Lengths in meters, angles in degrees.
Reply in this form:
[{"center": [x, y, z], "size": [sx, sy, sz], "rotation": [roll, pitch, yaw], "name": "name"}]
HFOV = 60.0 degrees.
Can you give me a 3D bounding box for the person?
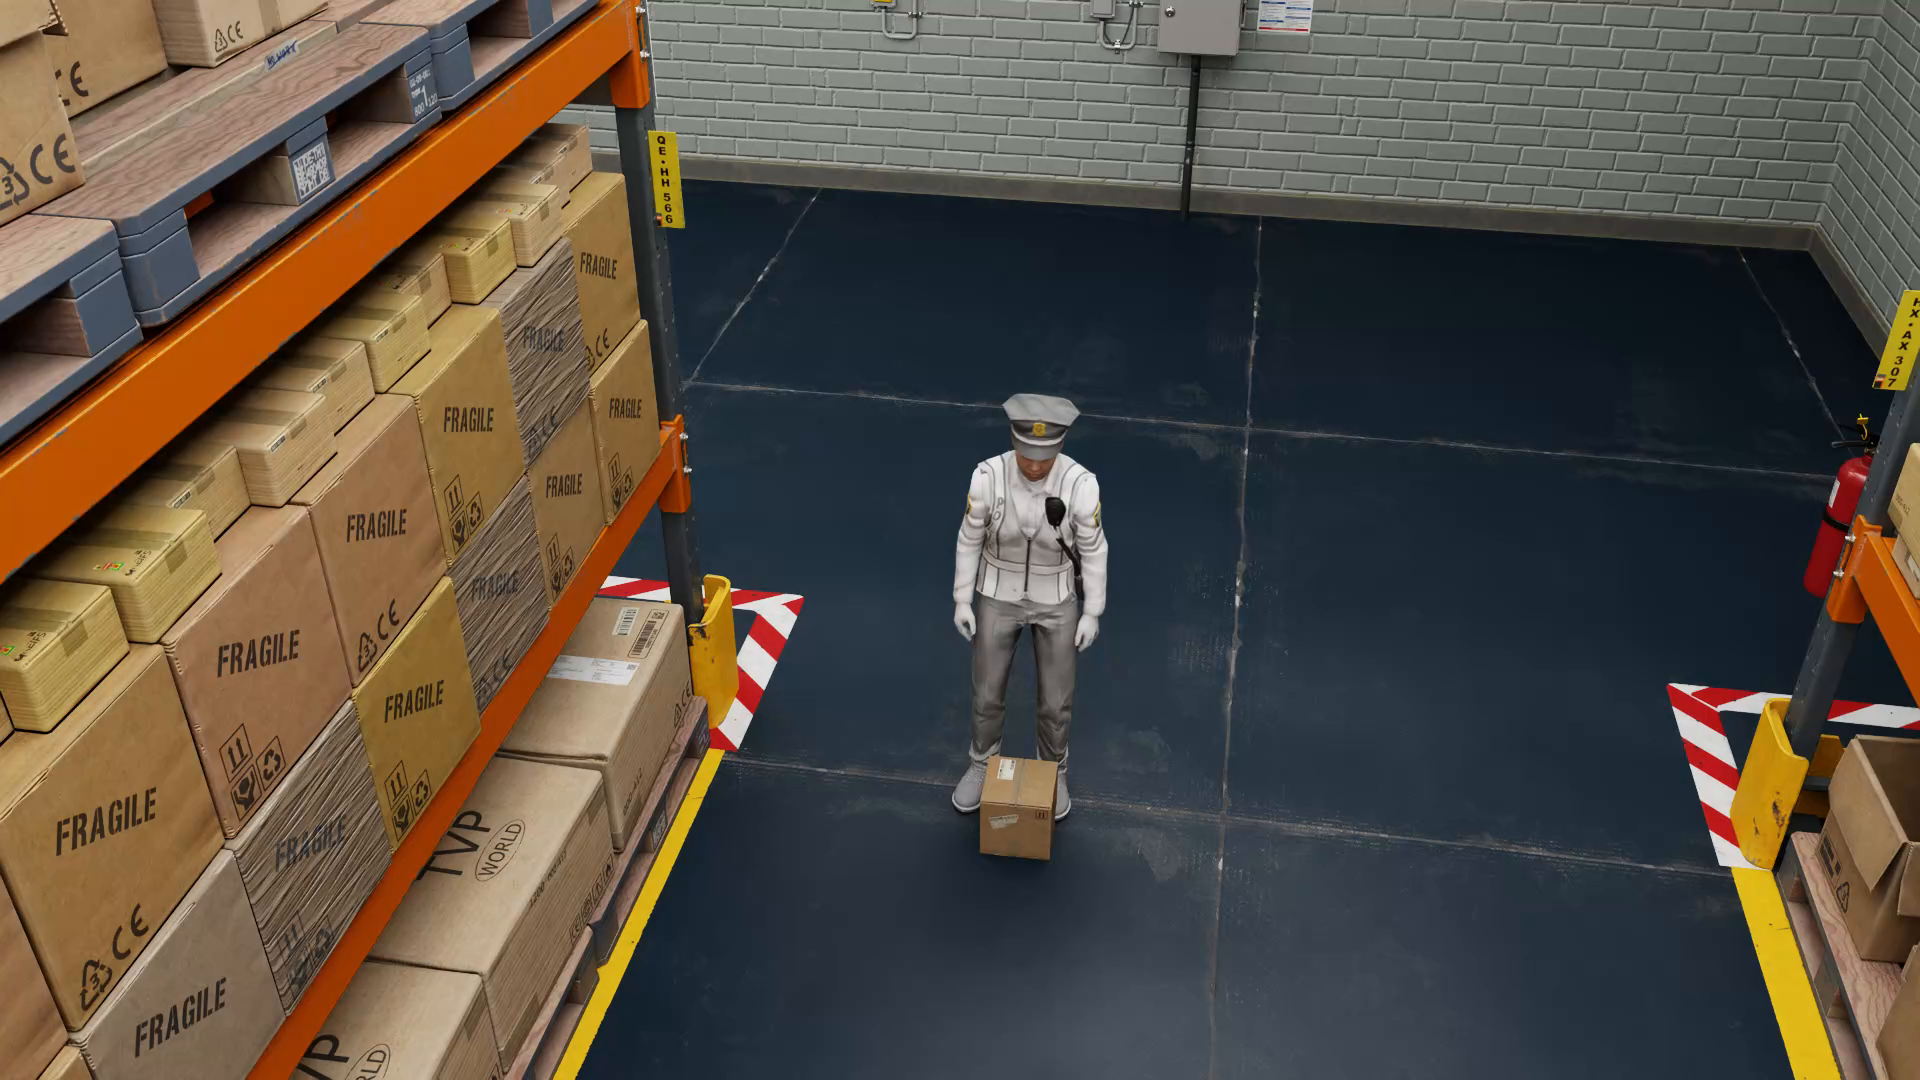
[{"center": [0.238, 0.232, 5.772], "size": [0.528, 1.663, 0.371], "rotation": [4, 33, 6], "name": "person"}]
